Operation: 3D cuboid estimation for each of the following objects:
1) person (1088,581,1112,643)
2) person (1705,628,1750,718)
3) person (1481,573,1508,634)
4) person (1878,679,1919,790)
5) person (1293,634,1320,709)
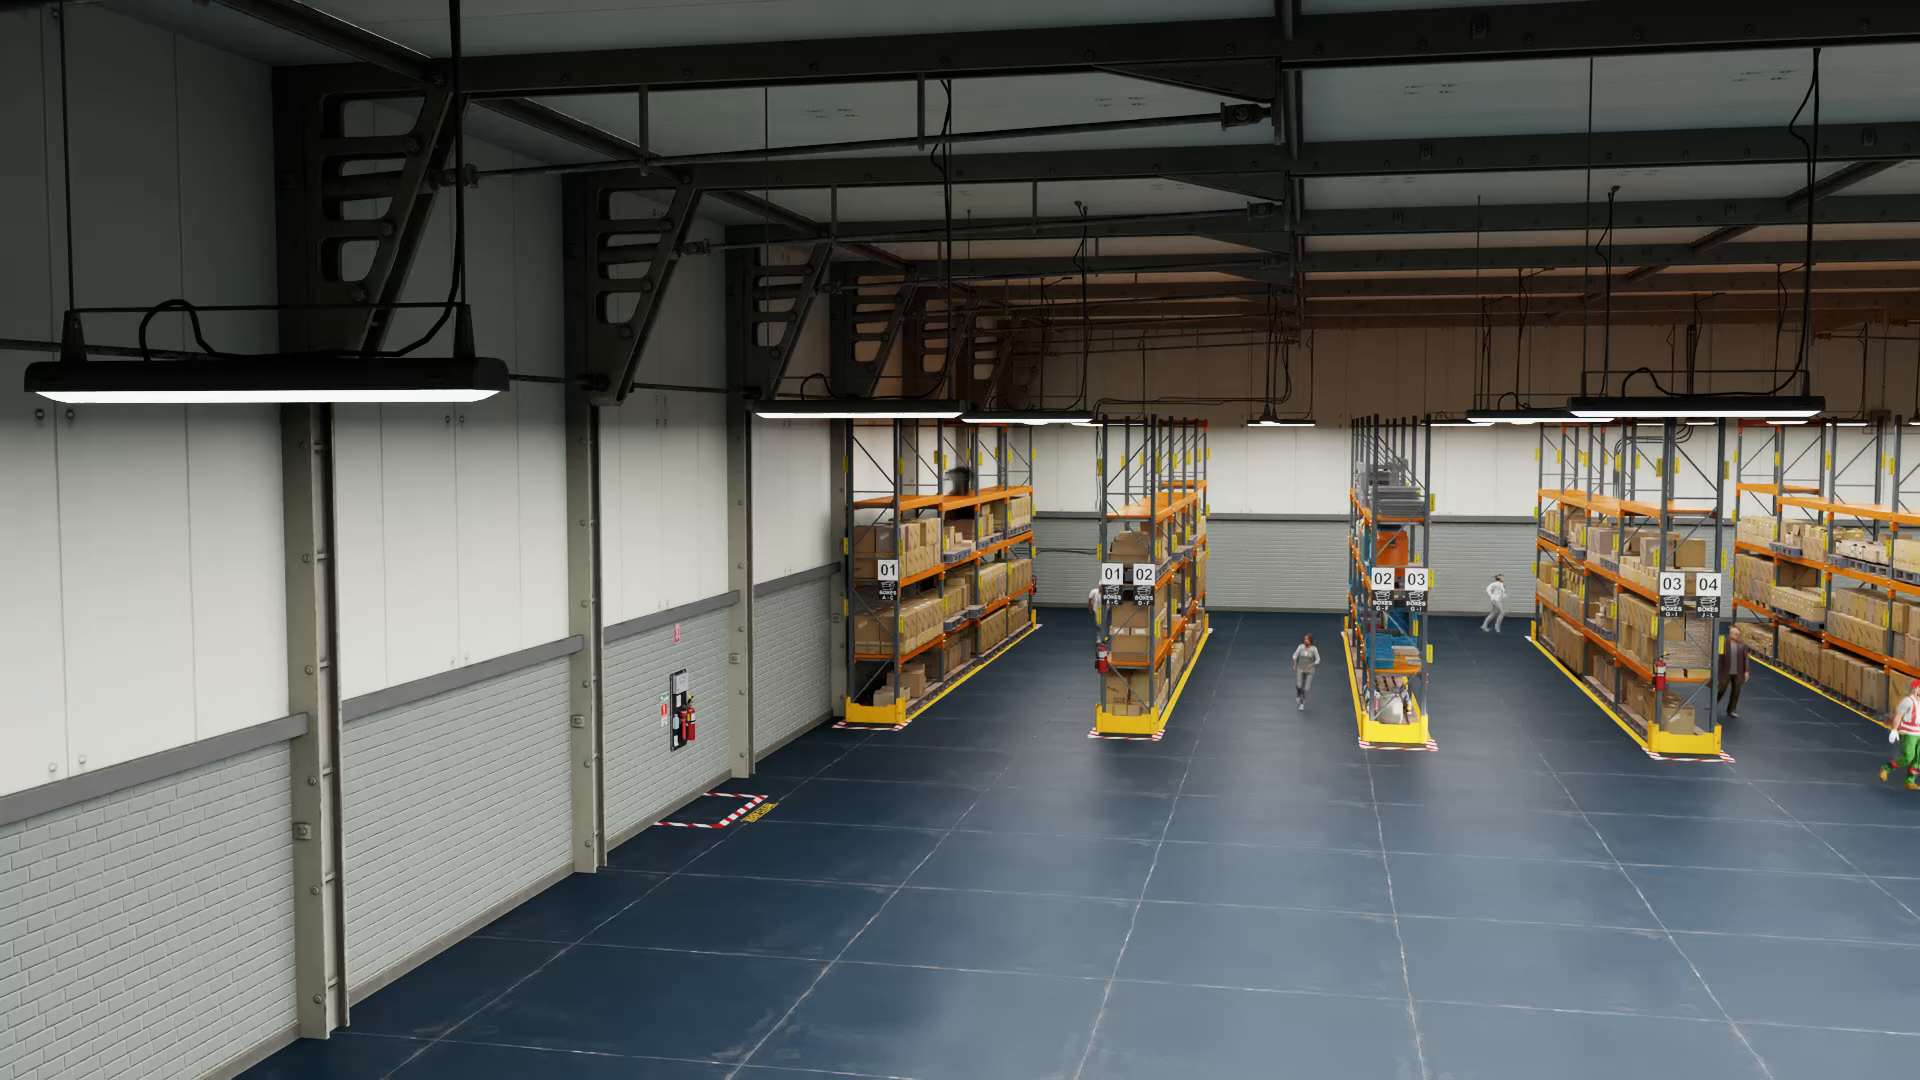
[{"bbox_3d":[3.791,1.913,44.598,0.693,1.695,0.699,0,4,-1],"label":"person"},{"bbox_3d":[15.280,2.629,33.105,0.752,1.772,0.647,1,4,12],"label":"person"},{"bbox_3d":[15.069,1.773,46.827,0.689,1.718,0.642,2,4,30],"label":"person"},{"bbox_3d":[15.104,3.076,26.465,0.703,1.757,0.697,-1,4,-21],"label":"person"},{"bbox_3d":[7.045,2.685,33.855,0.562,1.545,0.473,1,4,18],"label":"person"}]
